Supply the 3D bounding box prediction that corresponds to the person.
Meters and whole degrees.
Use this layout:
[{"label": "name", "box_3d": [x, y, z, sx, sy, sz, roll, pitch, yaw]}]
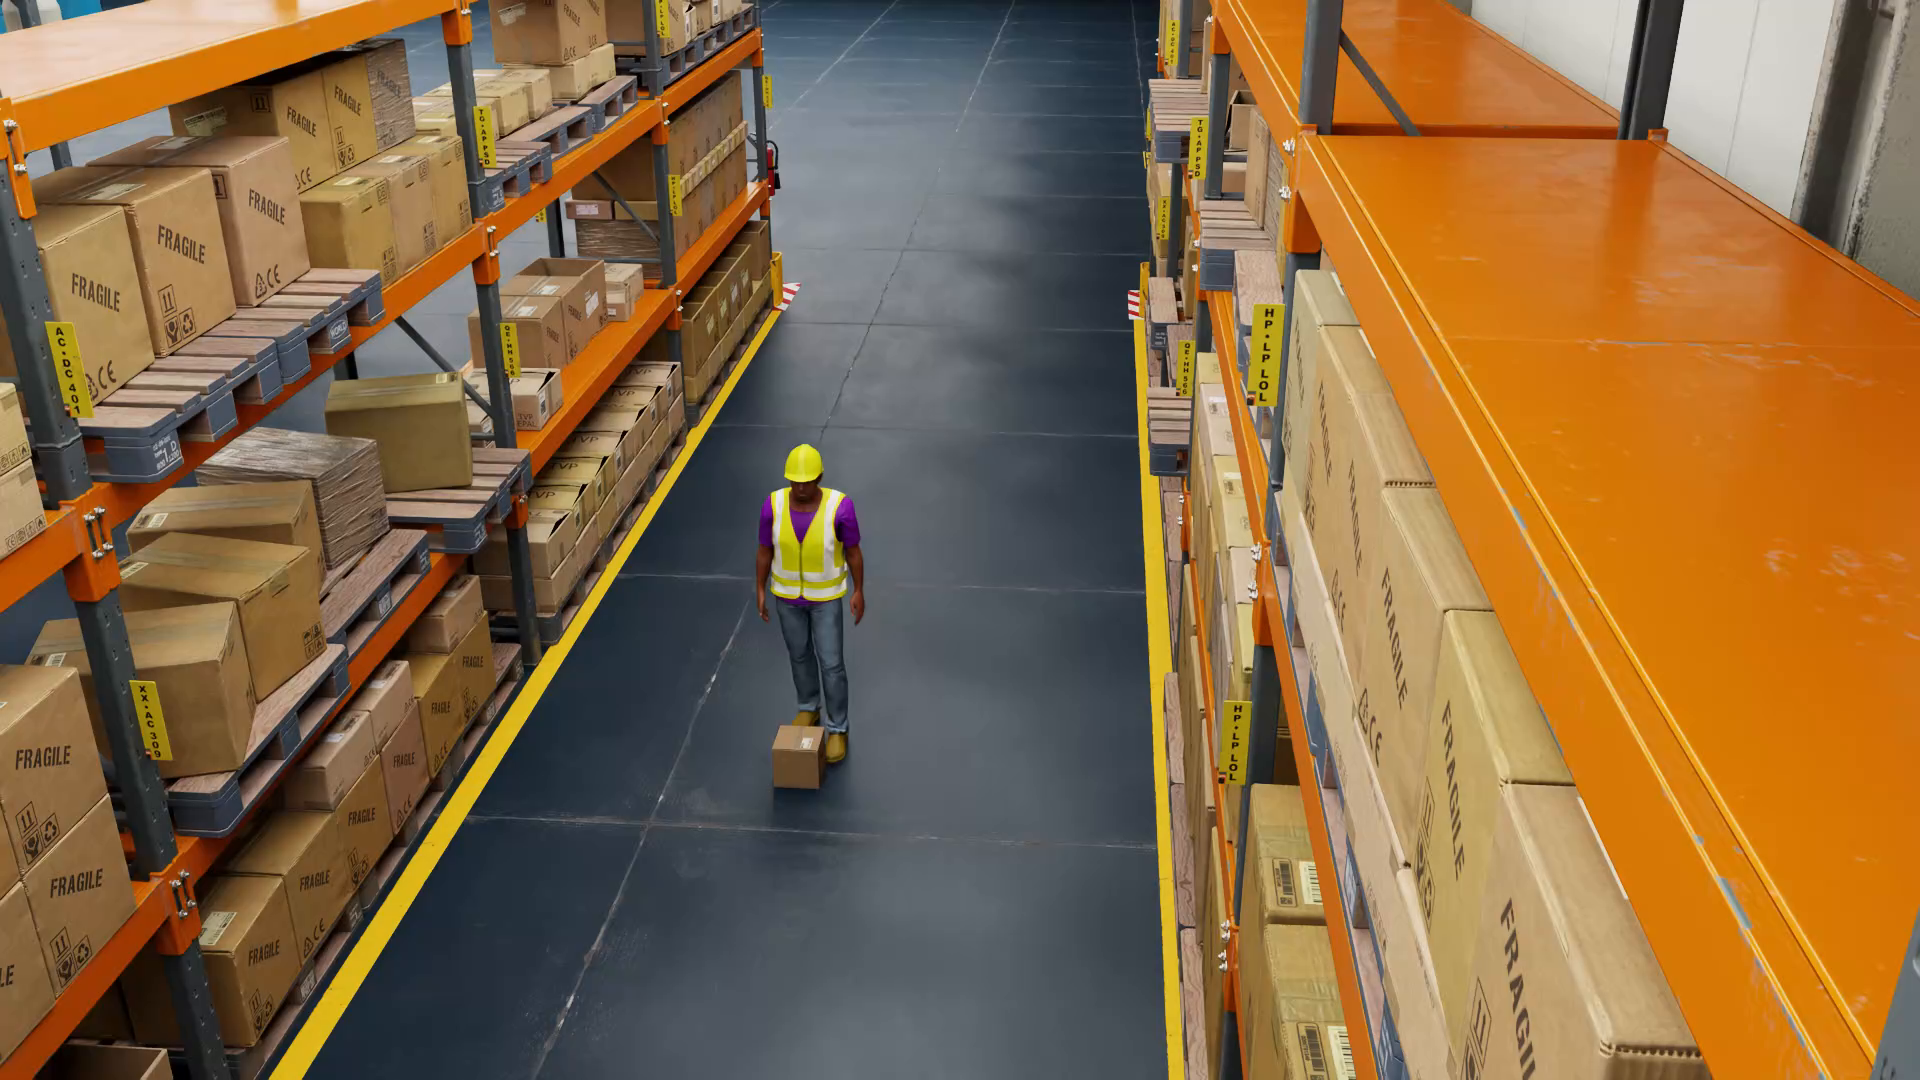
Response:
[{"label": "person", "box_3d": [-0.858, 0.335, 9.226, 0.607, 1.766, 0.552, 4, 25, 9]}]
